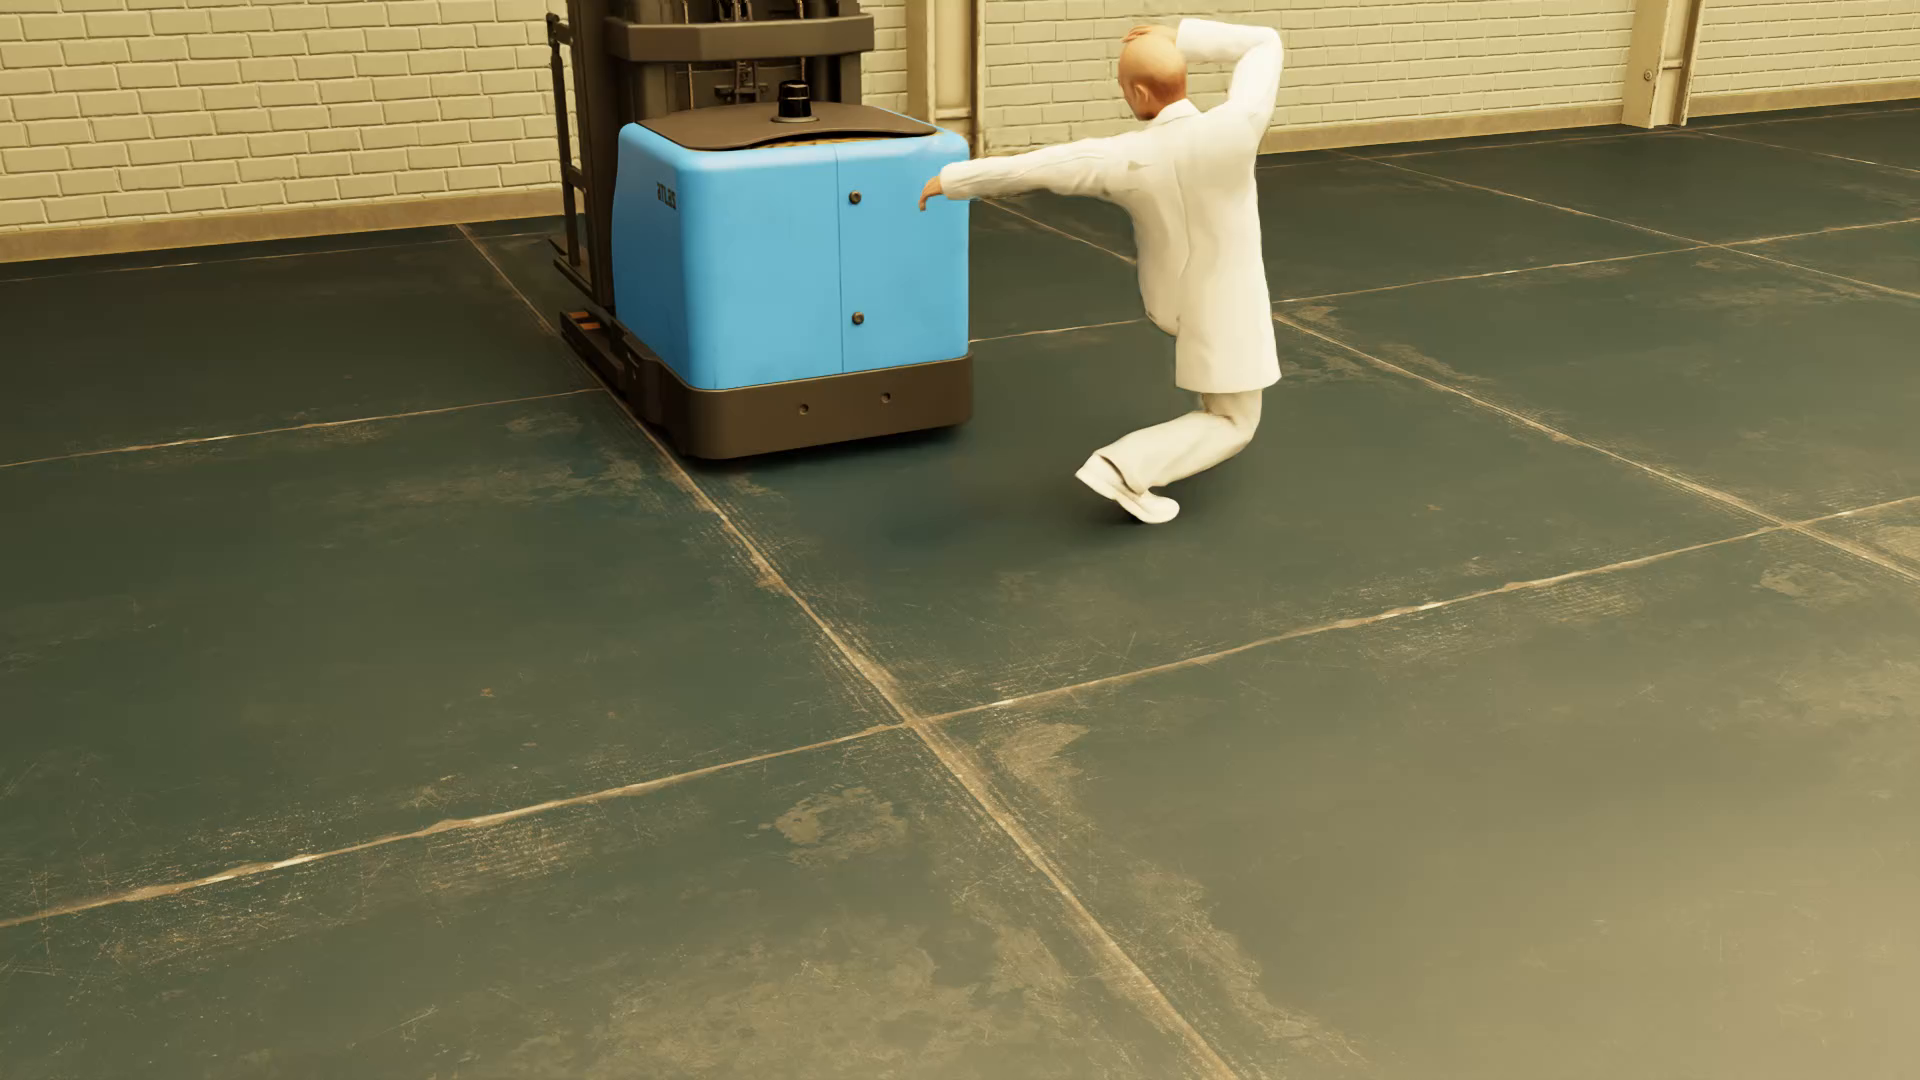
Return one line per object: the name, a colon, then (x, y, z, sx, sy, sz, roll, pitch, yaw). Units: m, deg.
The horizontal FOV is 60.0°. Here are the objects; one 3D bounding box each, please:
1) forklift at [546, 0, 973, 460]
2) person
forklift: (-1.041, -2.153, 6.468, 1.130, 2.935, 3.031, -10, 25, -23)
person: (0.528, -0.895, 5.355, 1.112, 1.505, 0.970, 15, 27, 32)
